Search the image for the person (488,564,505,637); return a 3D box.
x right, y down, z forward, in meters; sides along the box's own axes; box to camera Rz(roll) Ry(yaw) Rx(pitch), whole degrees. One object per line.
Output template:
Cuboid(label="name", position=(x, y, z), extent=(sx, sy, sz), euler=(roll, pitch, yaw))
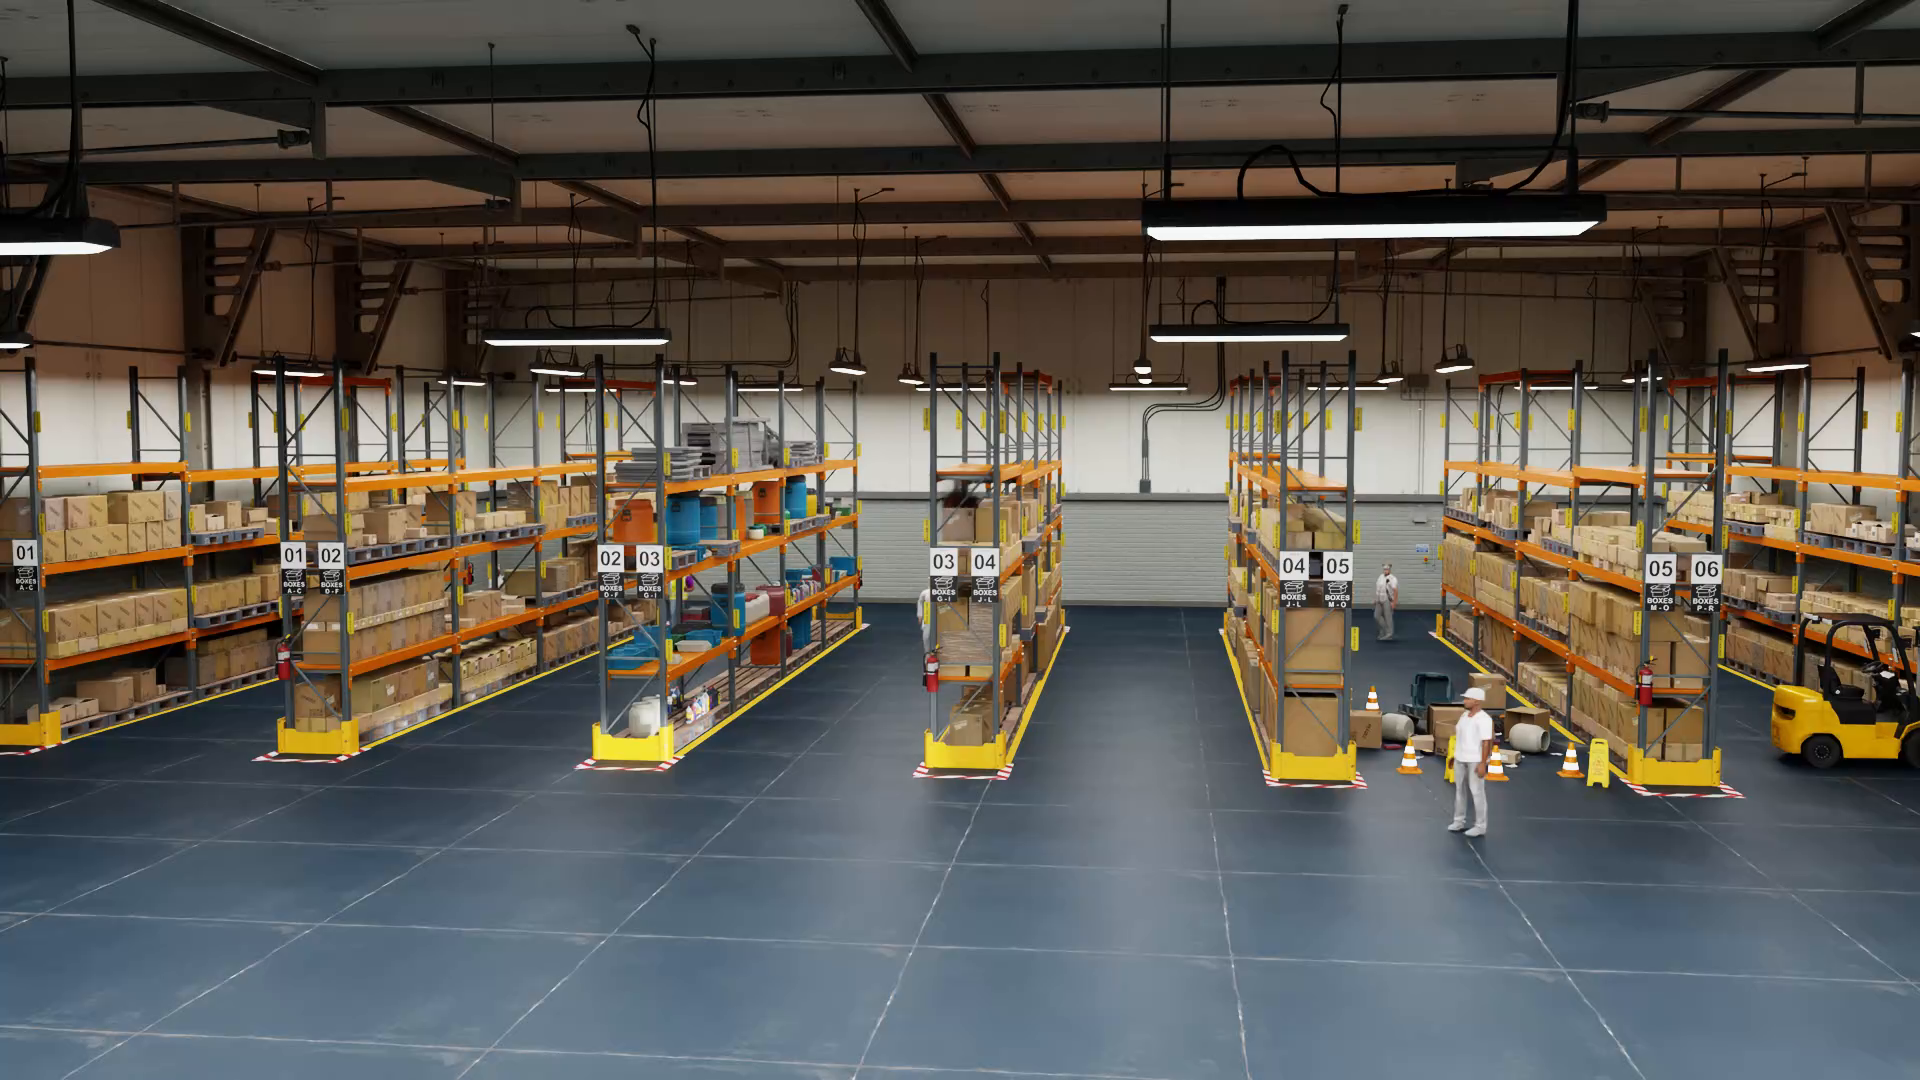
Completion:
Cuboid(label="person", position=(-10.827, 1.408, 39.009), extent=(0.424, 1.700, 0.470), euler=(1, 4, 19))

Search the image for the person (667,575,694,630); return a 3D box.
Cuboid(label="person", position=(-6.520, 1.386, 38.277), extent=(0.760, 1.736, 1.016), euler=(0, 4, 4))

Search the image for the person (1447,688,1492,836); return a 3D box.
Cuboid(label="person", position=(6.202, 2.677, 20.243), extent=(0.431, 1.769, 0.630), euler=(-2, 5, -29))

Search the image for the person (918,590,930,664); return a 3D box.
Cuboid(label="person", position=(-0.566, 1.709, 34.859), extent=(0.695, 1.815, 0.935), euler=(0, 4, 7))

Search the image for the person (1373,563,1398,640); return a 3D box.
Cuboid(label="person", position=(9.785, 1.430, 38.270), extent=(0.419, 1.819, 0.591), euler=(-1, 4, -20))
